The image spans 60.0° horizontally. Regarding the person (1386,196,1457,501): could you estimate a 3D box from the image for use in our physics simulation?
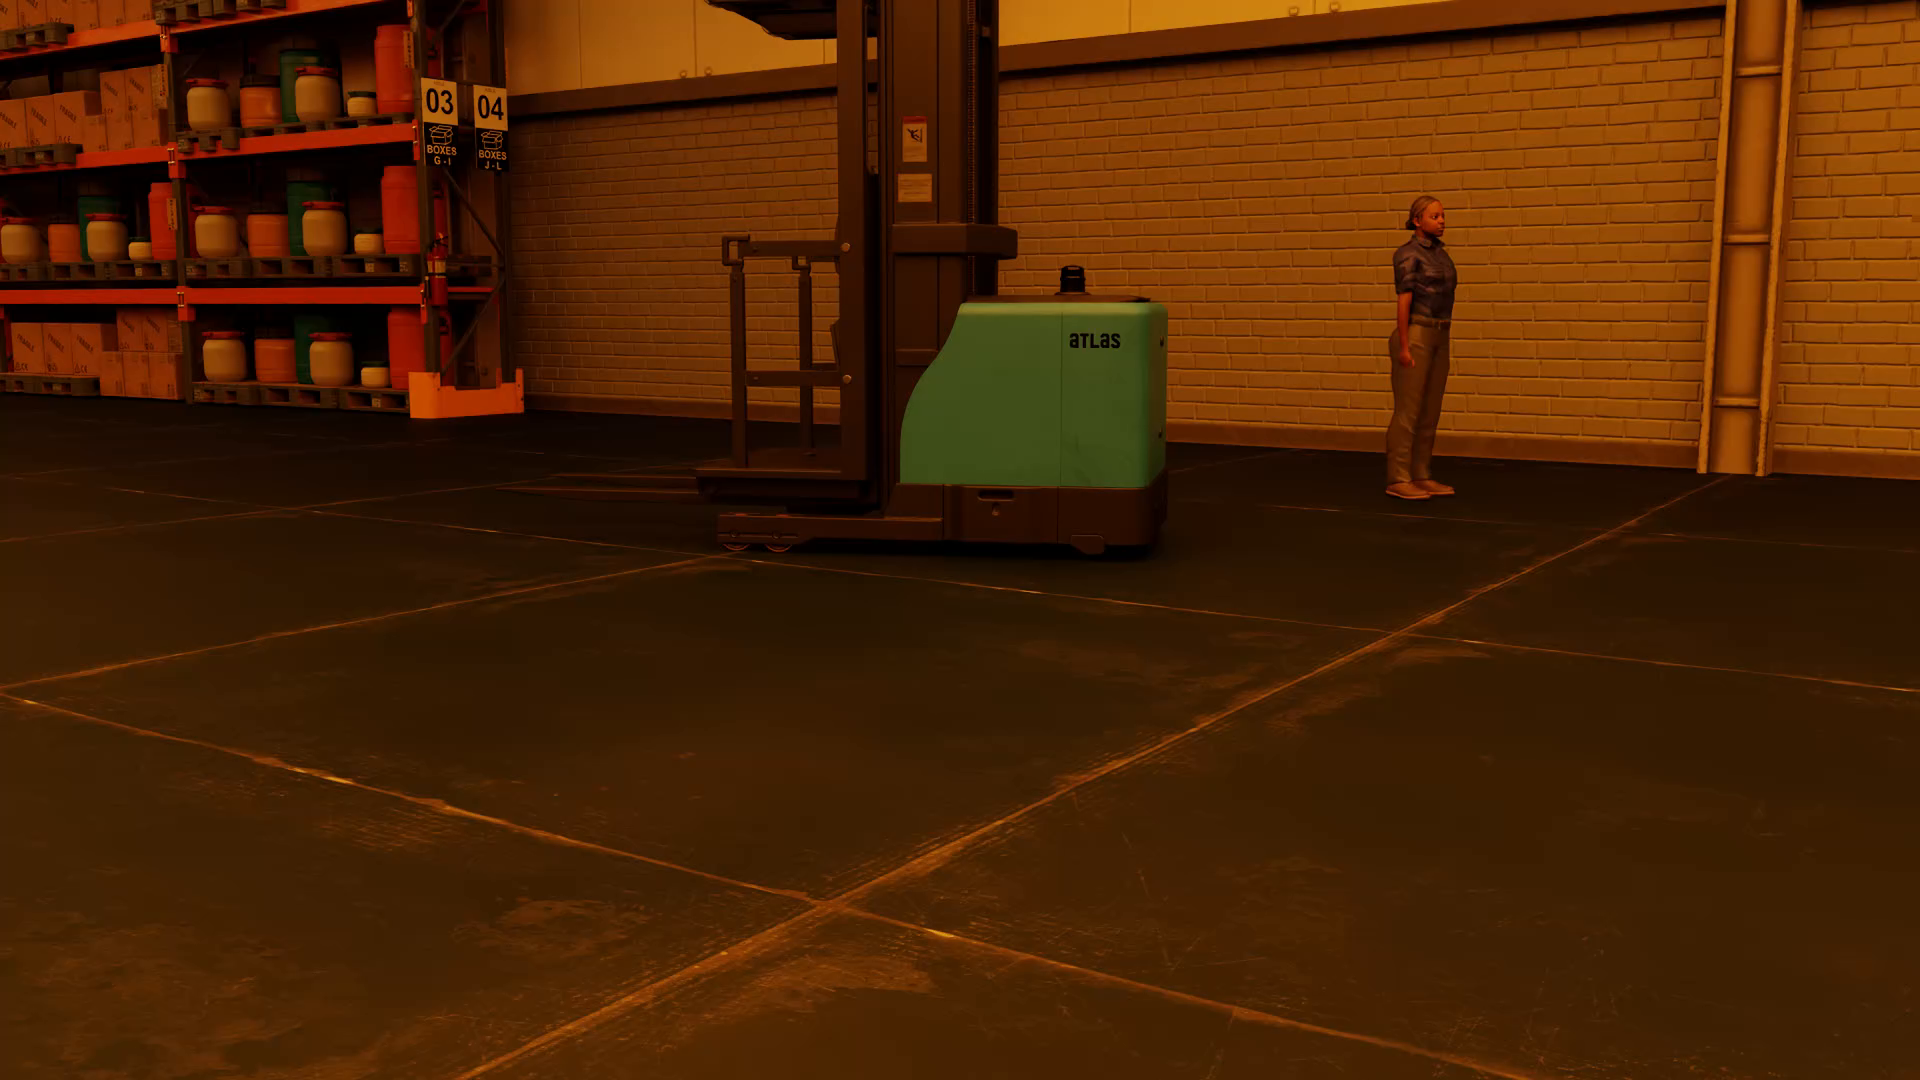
[{"bbox_3d":[2.577,-1.066,9.227,0.447,1.661,0.328,-8,11,-44],"label":"person"}]

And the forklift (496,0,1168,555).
[{"bbox_3d":[-0.596,-1.469,7.520,3.031,2.935,1.130,2,8,12],"label":"forklift"}]
